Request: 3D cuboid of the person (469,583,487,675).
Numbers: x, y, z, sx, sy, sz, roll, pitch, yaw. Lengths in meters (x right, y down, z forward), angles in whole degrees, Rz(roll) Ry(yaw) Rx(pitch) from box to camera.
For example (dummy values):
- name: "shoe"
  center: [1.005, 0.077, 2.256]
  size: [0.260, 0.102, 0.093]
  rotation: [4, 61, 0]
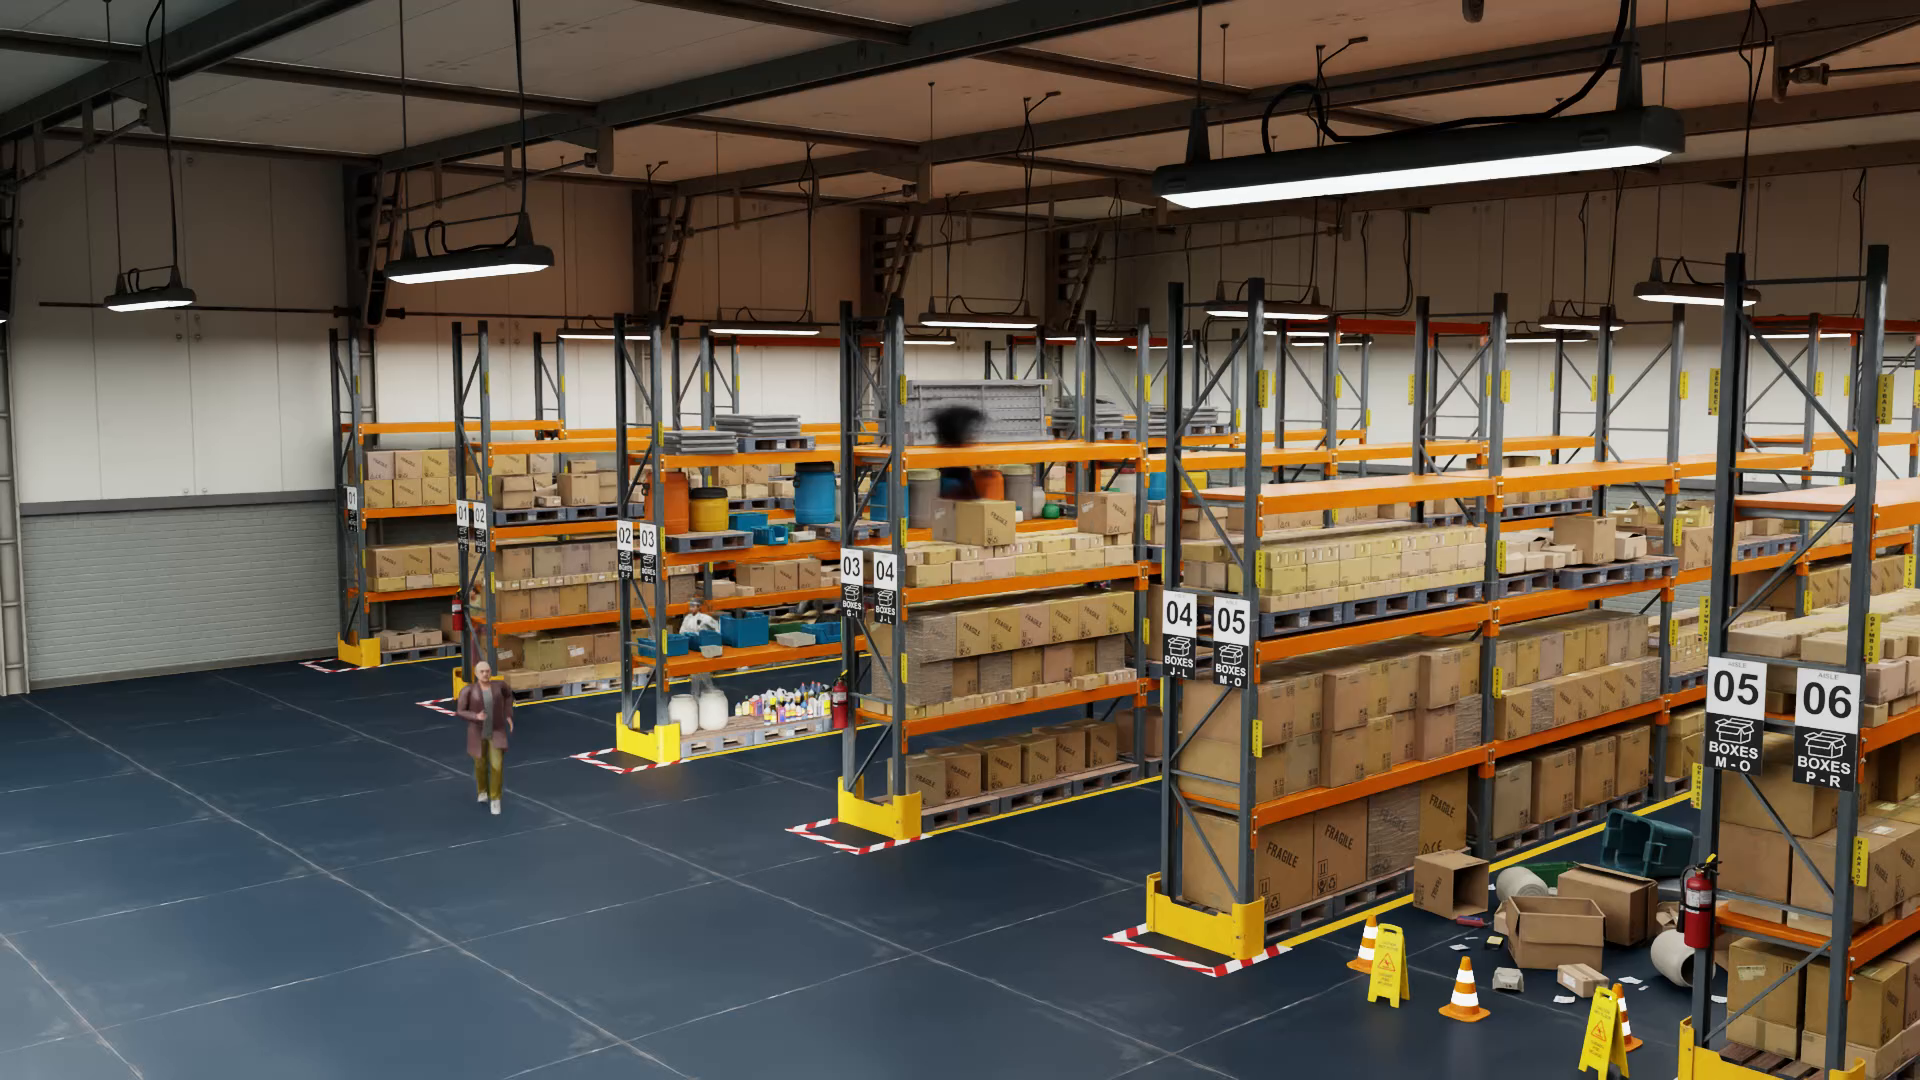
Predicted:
- name: "person"
  center: [-8.323, 1.519, 29.077]
  size: [0.618, 1.628, 1.003]
  rotation: [3, 6, 26]

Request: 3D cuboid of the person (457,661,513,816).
- name: "person"
  center: [-5.620, 2.342, 19.717]
  size: [0.650, 1.836, 0.909]
  rotation: [-2, 6, -17]

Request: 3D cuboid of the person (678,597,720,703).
- name: "person"
  center: [-4.110, 1.748, 26.095]
  size: [0.555, 1.746, 0.831]
  rotation: [4, 7, 36]

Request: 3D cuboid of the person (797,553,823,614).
- name: "person"
  center: [-2.901, 1.098, 32.872]
  size: [0.492, 1.707, 0.801]
  rotation: [5, 8, 43]
